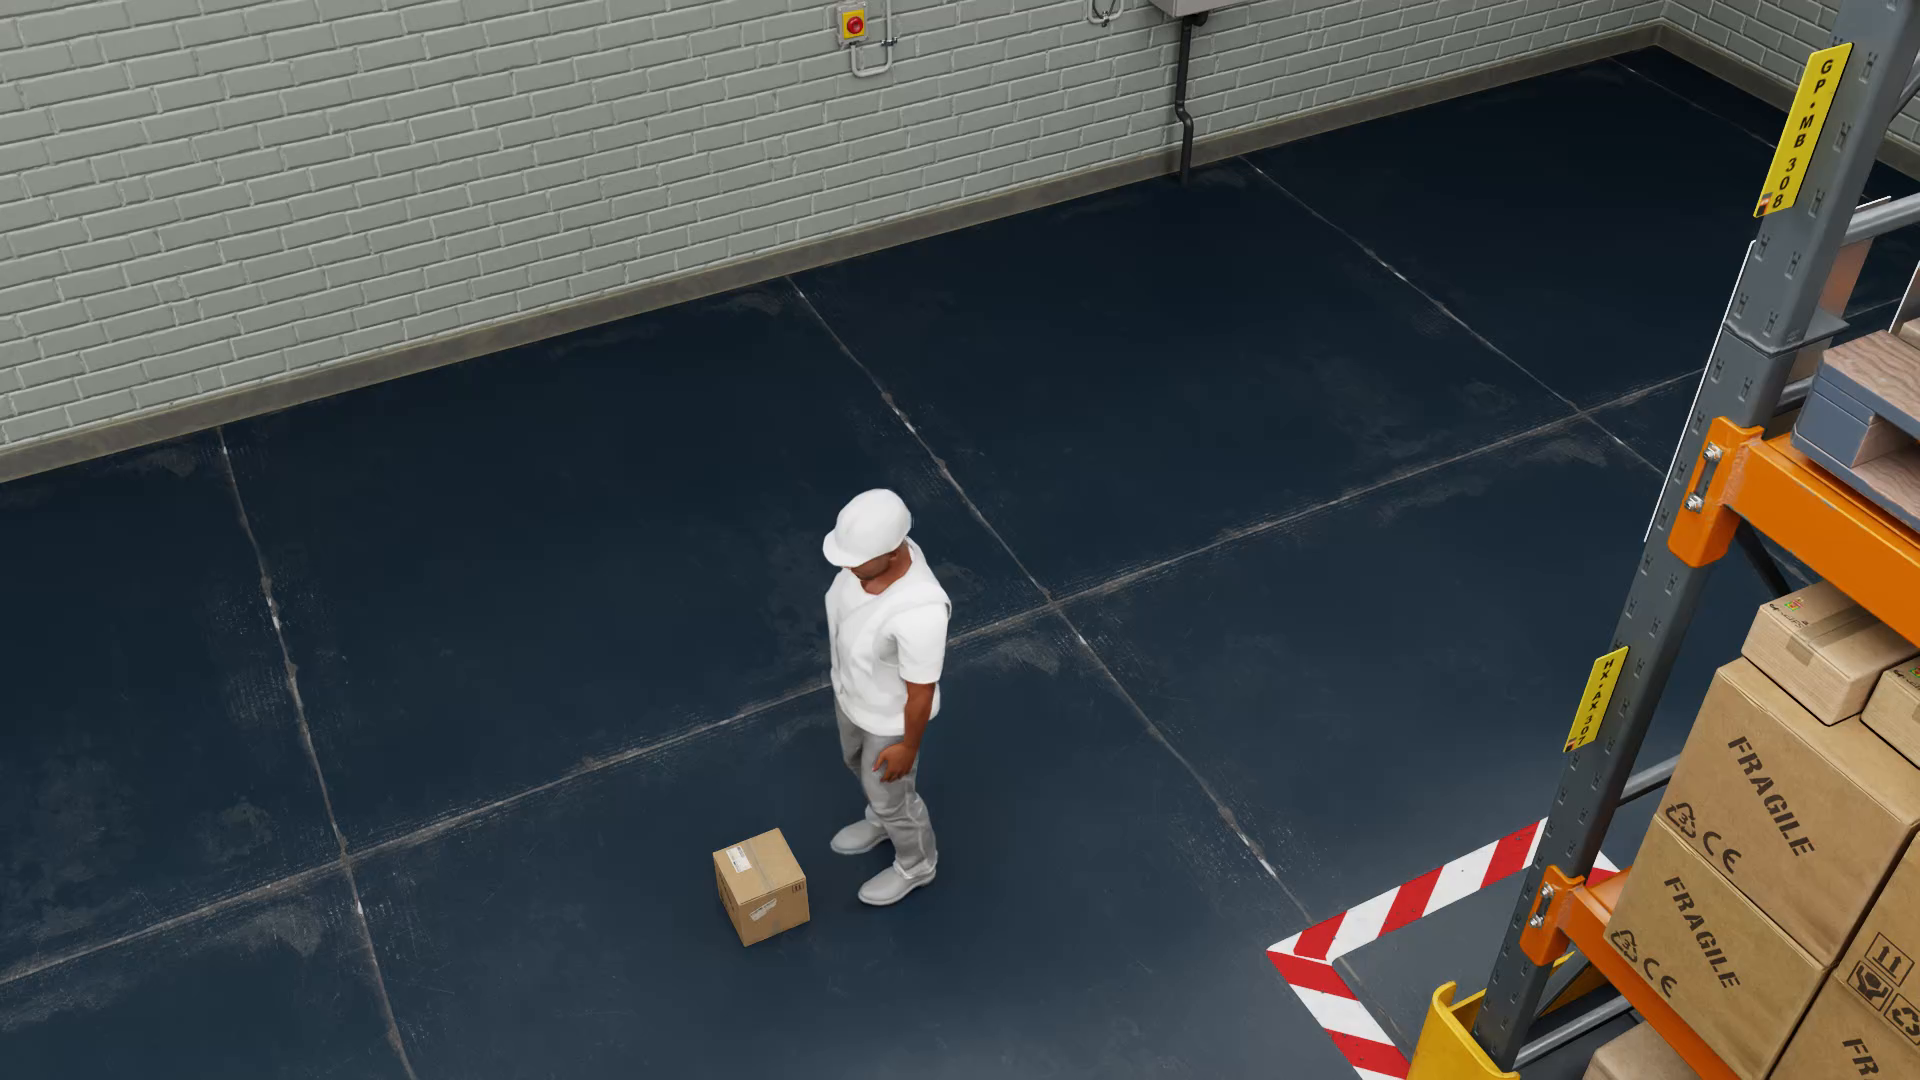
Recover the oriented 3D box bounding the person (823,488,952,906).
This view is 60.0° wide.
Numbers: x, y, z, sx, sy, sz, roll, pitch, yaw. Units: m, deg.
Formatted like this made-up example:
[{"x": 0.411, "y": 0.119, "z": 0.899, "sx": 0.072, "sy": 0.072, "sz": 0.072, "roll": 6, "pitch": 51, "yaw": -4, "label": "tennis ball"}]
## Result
[{"x": -0.248, "y": 0.527, "z": 5.541, "sx": 0.363, "sy": 1.764, "sz": 0.567, "roll": -18, "pitch": 44, "yaw": -20, "label": "person"}]
